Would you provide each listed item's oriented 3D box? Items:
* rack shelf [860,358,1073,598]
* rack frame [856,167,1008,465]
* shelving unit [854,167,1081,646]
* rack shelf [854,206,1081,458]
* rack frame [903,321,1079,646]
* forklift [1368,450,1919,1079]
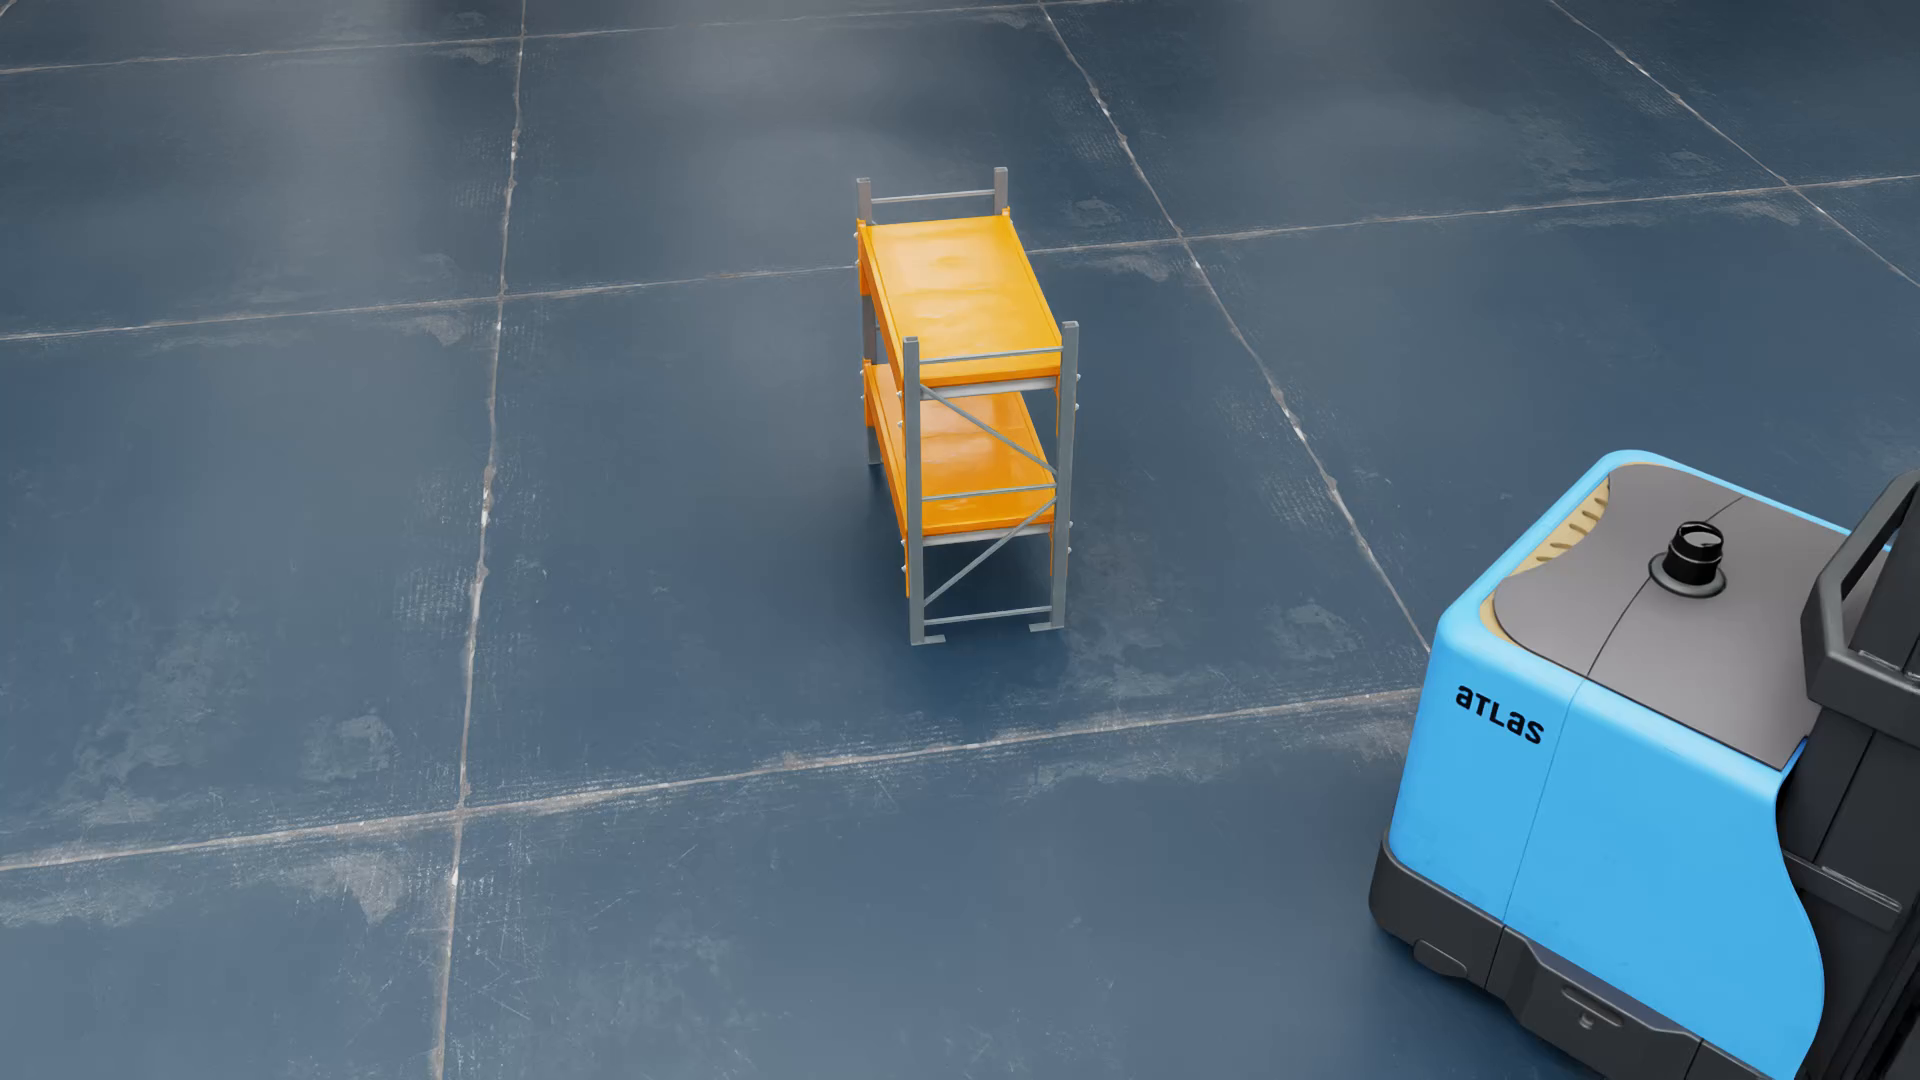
[{"bbox_3d":[-0.001,-0.255,5.560,0.538,0.278,1.000,-6,38,-8],"label":"rack shelf"},{"bbox_3d":[-0.090,-0.755,5.805,0.500,1.125,0.032,-6,38,-8],"label":"rack frame"},{"bbox_3d":[-0.001,-0.448,5.410,0.538,1.125,1.048,-6,38,-8],"label":"shelving unit"},{"bbox_3d":[-0.001,-0.679,5.231,0.538,0.278,1.000,-6,38,-8],"label":"rack shelf"},{"bbox_3d":[0.088,-0.141,5.015,0.500,1.125,0.032,-6,38,-8],"label":"rack frame"},{"bbox_3d":[2.514,0.252,3.036,3.031,2.935,1.130,29,46,32],"label":"forklift"}]
